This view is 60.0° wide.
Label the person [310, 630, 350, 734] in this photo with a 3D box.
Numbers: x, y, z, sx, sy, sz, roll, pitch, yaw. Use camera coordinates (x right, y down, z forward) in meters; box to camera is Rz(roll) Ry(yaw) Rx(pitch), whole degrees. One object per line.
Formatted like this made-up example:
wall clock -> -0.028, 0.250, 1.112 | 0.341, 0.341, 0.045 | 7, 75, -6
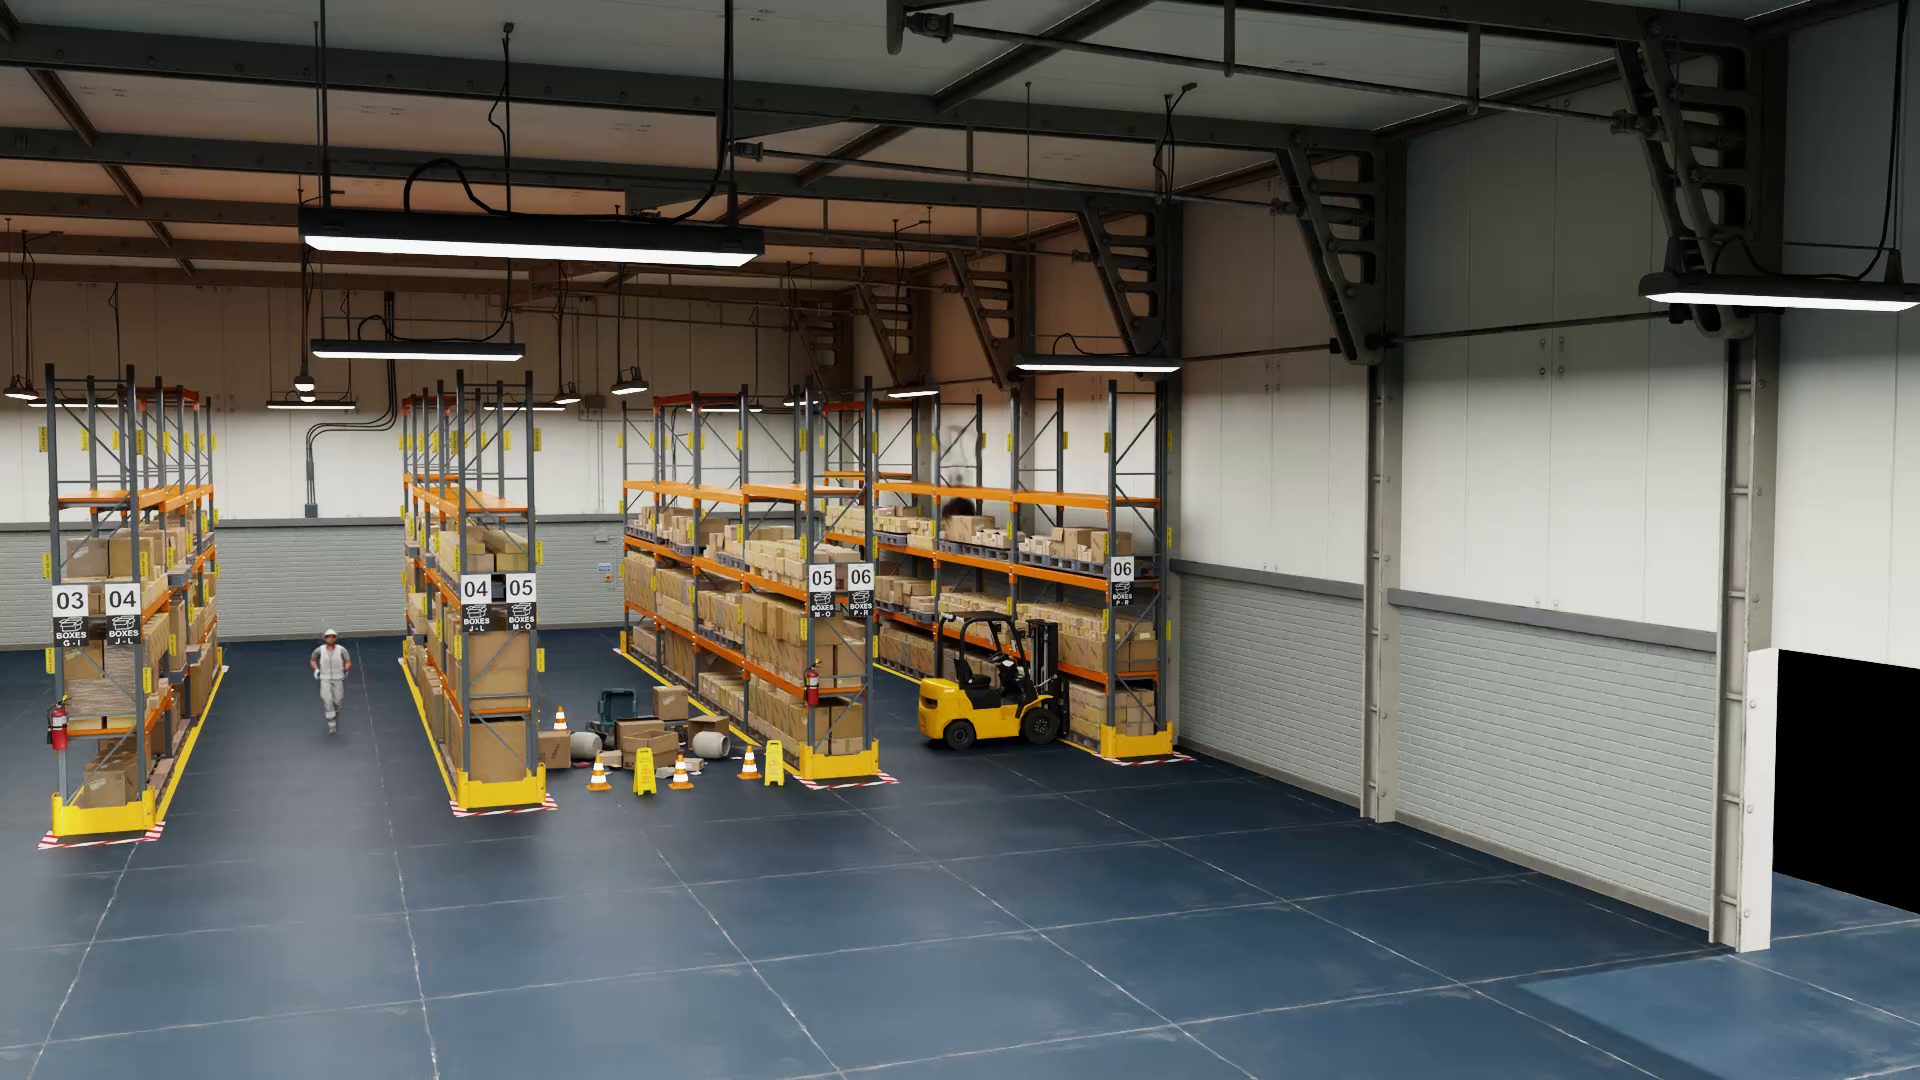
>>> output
person -> -10.946, 2.440, 28.931 | 0.656, 1.772, 0.835 | -1, 4, -22
